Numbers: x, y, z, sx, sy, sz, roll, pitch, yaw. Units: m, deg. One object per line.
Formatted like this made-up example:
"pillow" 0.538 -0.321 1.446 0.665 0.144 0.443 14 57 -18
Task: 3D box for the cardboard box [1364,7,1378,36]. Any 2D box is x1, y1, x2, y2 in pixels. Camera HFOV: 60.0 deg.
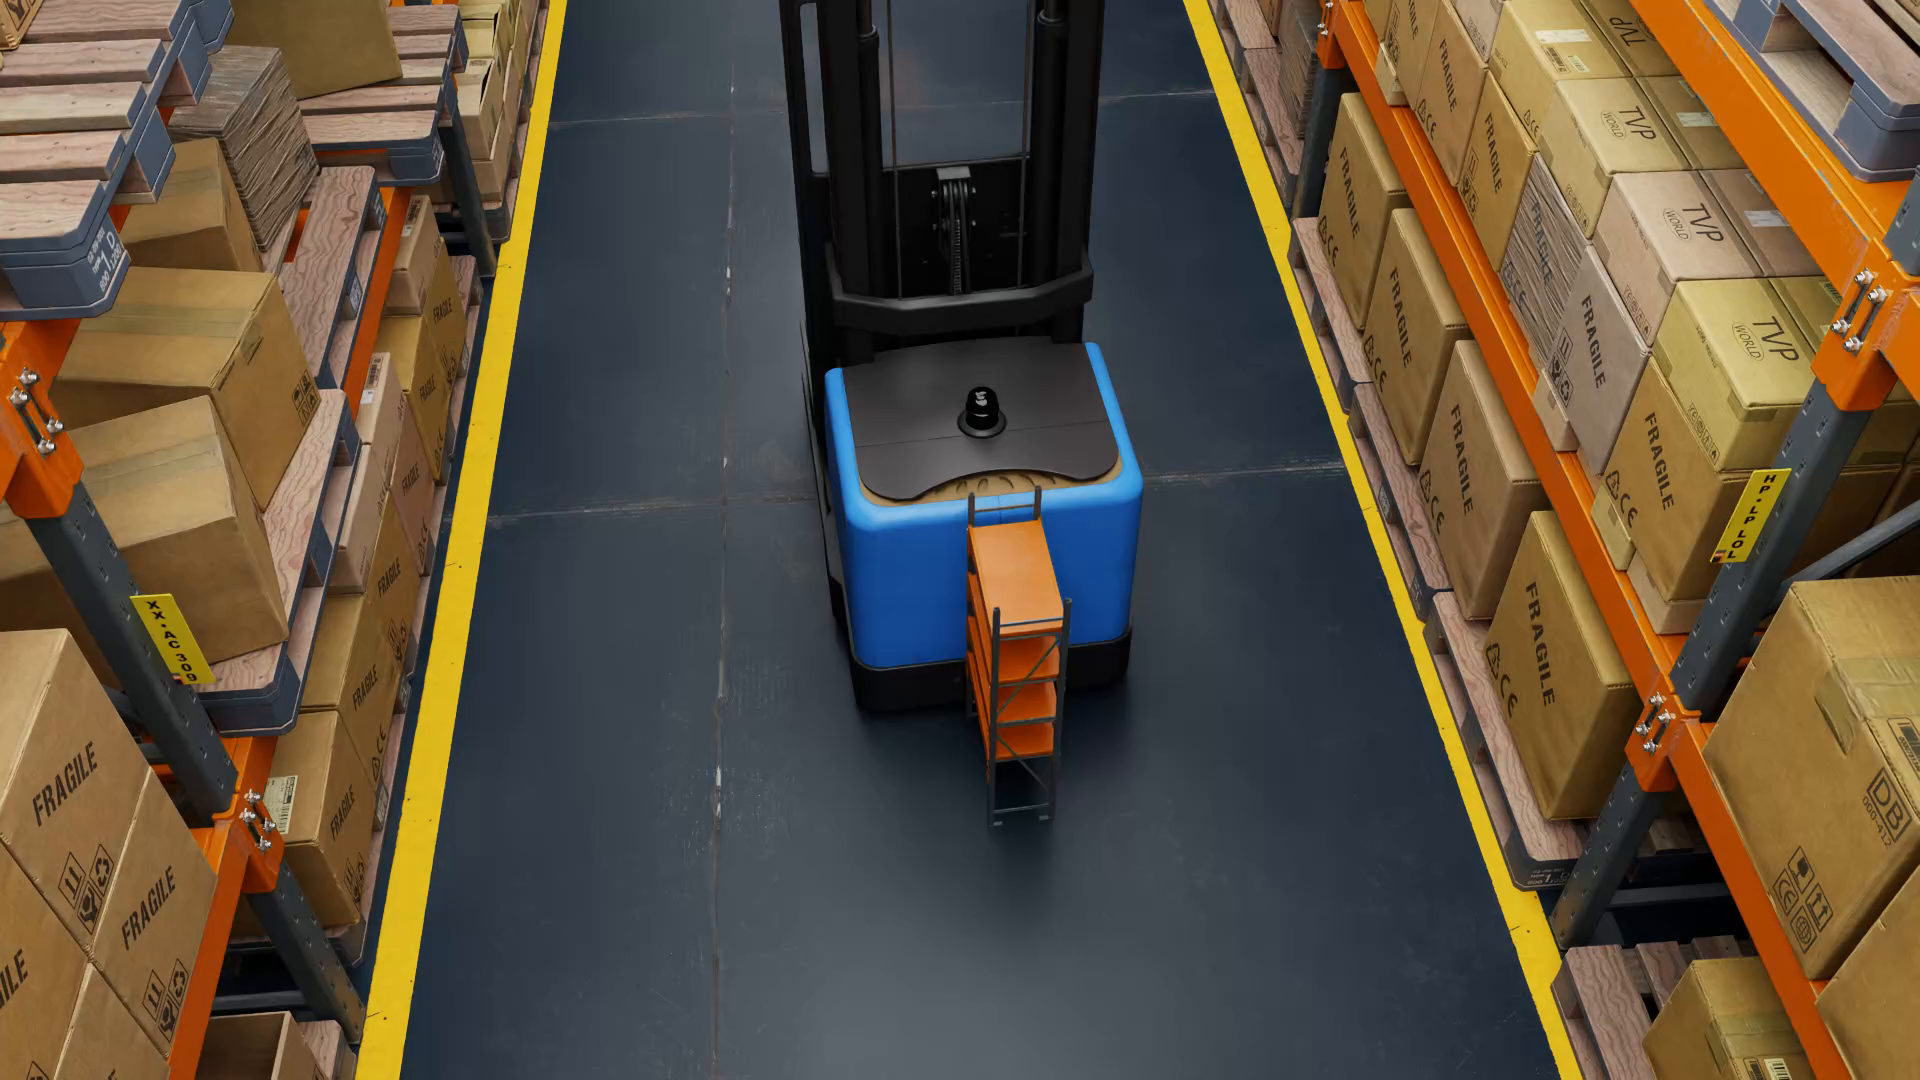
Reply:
"cardboard box" 1.967 -2.288 7.147 0.380 0.149 0.250 -4 47 -4

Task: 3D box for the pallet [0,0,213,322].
"pallet" -2.416 -0.865 3.703 1.213 0.211 1.003 -3 47 -3

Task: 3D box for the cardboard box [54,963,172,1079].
"cardboard box" -2.089 1.263 3.556 0.500 0.500 0.500 -2 47 -2

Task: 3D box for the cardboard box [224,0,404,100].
"cardboard box" -2.601 -2.046 6.400 0.700 0.500 0.500 -18 49 -16

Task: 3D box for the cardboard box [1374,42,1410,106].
"cardboard box" 1.917 -1.908 6.786 0.380 0.149 0.250 -2 47 -2

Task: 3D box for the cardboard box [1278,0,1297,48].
"cardboard box" 2.130 -2.809 8.899 0.700 0.500 0.500 -4 47 -3

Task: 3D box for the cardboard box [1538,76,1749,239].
"cardboard box" 2.135 -1.189 5.143 0.500 0.250 0.500 -3 47 -3

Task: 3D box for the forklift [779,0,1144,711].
"forklift" -0.096 -1.456 6.247 1.130 2.935 3.031 -6 47 -6

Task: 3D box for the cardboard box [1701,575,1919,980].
"cardboard box" 2.534 0.565 4.079 0.980 0.700 0.700 -3 47 -3

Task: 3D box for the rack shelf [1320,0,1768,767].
"rack shelf" 2.337 -0.925 6.192 1.077 0.370 4.000 -3 47 -3

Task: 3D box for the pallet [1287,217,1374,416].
"pallet" 2.161 -1.086 7.769 1.003 0.211 1.213 -3 47 -3

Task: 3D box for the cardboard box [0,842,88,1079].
"cardboard box" -2.085 0.921 3.191 0.500 0.500 0.500 -4 47 -4

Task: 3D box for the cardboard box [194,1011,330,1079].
"cardboard box" -2.101 1.681 4.647 0.500 0.500 0.500 -3 47 -3

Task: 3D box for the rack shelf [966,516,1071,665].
"rack shelf" 0.182 0.157 5.364 0.258 0.148 0.480 -6 48 -6

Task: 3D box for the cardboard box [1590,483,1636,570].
"cardboard box" 2.150 -0.055 5.031 0.380 0.149 0.250 -3 47 -3

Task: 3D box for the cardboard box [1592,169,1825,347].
"cardboard box" 2.177 -0.820 4.793 0.500 0.250 0.500 -3 47 -2

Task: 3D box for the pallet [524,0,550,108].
"pallet" -2.895 -2.836 9.427 1.003 0.211 1.213 -3 47 -3

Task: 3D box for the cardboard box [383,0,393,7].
"cardboard box" -2.753 -2.551 7.298 0.500 0.311 0.500 -1 47 -1

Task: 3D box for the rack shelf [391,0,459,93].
"rack shelf" -2.934 -3.515 8.645 1.077 0.370 4.000 -3 47 -3

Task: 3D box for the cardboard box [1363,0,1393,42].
"cardboard box" 1.955 -2.396 6.802 0.500 0.500 0.500 -2 47 -2

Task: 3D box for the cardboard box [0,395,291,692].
"cardboard box" -2.248 0.043 4.422 0.700 0.500 0.500 -18 49 -16

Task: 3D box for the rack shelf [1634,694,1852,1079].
"rack shelf" 2.672 1.969 3.451 1.077 0.370 4.000 -3 47 -3

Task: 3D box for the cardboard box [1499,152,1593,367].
"cardboard box" 2.129 -0.920 5.405 0.500 0.500 0.500 -3 47 -3

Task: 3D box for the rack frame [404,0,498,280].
"rack frame" -2.766 -2.316 7.014 1.000 3.000 0.127 -3 47 -3

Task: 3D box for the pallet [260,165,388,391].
"pallet" -2.599 -0.843 5.751 1.003 0.211 1.213 -3 47 -3

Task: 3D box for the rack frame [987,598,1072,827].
"rack frame" 0.218 0.600 5.491 0.240 1.200 0.015 -6 48 -6

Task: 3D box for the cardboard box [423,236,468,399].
"cardboard box" -2.454 -0.945 7.134 0.500 0.500 0.500 -2 47 -2

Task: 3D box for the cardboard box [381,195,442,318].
"cardboard box" -2.445 -1.163 6.824 0.500 0.250 0.500 -2 47 -2

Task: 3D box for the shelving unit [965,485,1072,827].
"shelving unit" 0.181 0.422 5.654 0.258 1.200 0.503 -6 48 -6

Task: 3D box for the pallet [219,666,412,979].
"pallet" -2.537 0.951 5.841 1.003 0.211 1.213 -3 47 -3

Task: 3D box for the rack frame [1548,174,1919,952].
"rack frame" 2.505 0.274 4.561 1.000 3.000 0.127 -3 47 -3

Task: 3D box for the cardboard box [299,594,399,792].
"cardboard box" -2.285 0.536 5.731 0.500 0.500 0.500 -3 47 -3

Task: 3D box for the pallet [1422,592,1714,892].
"pallet" 2.365 0.680 6.097 1.003 0.211 1.213 -3 47 -3

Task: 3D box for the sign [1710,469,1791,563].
"sign" 1.965 -0.056 4.131 0.100 0.325 0.005 -3 47 -3

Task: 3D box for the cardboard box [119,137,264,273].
"cardboard box" -2.641 -0.875 5.291 0.700 0.500 0.500 -14 48 -13

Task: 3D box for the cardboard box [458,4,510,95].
"cardboard box" -2.570 -2.484 8.391 0.500 0.311 0.500 -5 47 -4

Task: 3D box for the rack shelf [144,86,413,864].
"rack shelf" -2.599 -0.621 5.905 1.077 0.370 4.000 -3 47 -3

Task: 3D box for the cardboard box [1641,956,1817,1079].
"cardboard box" 2.465 1.537 4.797 0.700 0.500 0.500 -3 47 -3

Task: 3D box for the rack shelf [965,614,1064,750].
"rack shelf" 0.181 0.467 5.704 0.258 0.148 0.480 -6 48 -6

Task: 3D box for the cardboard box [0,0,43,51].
"cardboard box" -2.479 -1.517 3.765 0.600 0.600 0.600 -4 47 -4

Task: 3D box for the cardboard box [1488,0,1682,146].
"cardboard box" 2.091 -1.558 5.492 0.500 0.250 0.500 -4 47 -4

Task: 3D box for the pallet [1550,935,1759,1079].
"pallet" 2.490 1.788 5.048 1.003 0.211 1.213 -3 47 -3

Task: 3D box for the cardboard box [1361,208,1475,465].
"cardboard box" 2.168 -0.851 6.817 0.750 0.750 0.750 -4 47 -3

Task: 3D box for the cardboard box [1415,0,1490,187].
"cardboard box" 2.030 -1.658 6.103 0.500 0.500 0.500 -4 47 -3

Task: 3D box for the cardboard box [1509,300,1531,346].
"cardboard box" 2.132 -0.795 5.733 0.380 0.149 0.250 -5 47 -4

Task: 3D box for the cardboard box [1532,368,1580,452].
"cardboard box" 2.092 -0.432 5.389 0.380 0.149 0.250 -3 47 -3

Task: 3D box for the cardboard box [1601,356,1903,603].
"cardboard box" 2.215 -0.188 4.711 0.500 0.500 0.500 -4 47 -4

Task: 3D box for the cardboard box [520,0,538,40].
"cardboard box" -2.652 -3.022 9.287 0.500 0.250 0.500 -3 47 -2

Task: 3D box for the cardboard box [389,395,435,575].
"cardboard box" -2.361 -0.191 6.420 0.500 0.500 0.500 -5 47 -5

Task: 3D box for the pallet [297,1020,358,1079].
"pallet" -2.375 2.034 4.815 1.003 0.211 1.213 -3 47 -3

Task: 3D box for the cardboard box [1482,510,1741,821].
"cardboard box" 2.321 0.407 5.627 0.750 0.750 0.750 -3 47 -3

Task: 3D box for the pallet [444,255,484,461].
"pallet" -2.741 -0.814 7.512 1.003 0.211 1.213 -3 47 -3

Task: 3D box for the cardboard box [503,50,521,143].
"cardboard box" -2.560 -2.275 8.580 0.500 0.250 0.500 -5 47 -4

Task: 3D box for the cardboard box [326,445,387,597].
"cardboard box" -2.313 -0.060 5.779 0.500 0.250 0.500 -3 47 -3

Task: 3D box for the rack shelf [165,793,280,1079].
"rack shelf" -2.264 2.273 3.164 1.077 0.370 4.000 -3 47 -3
